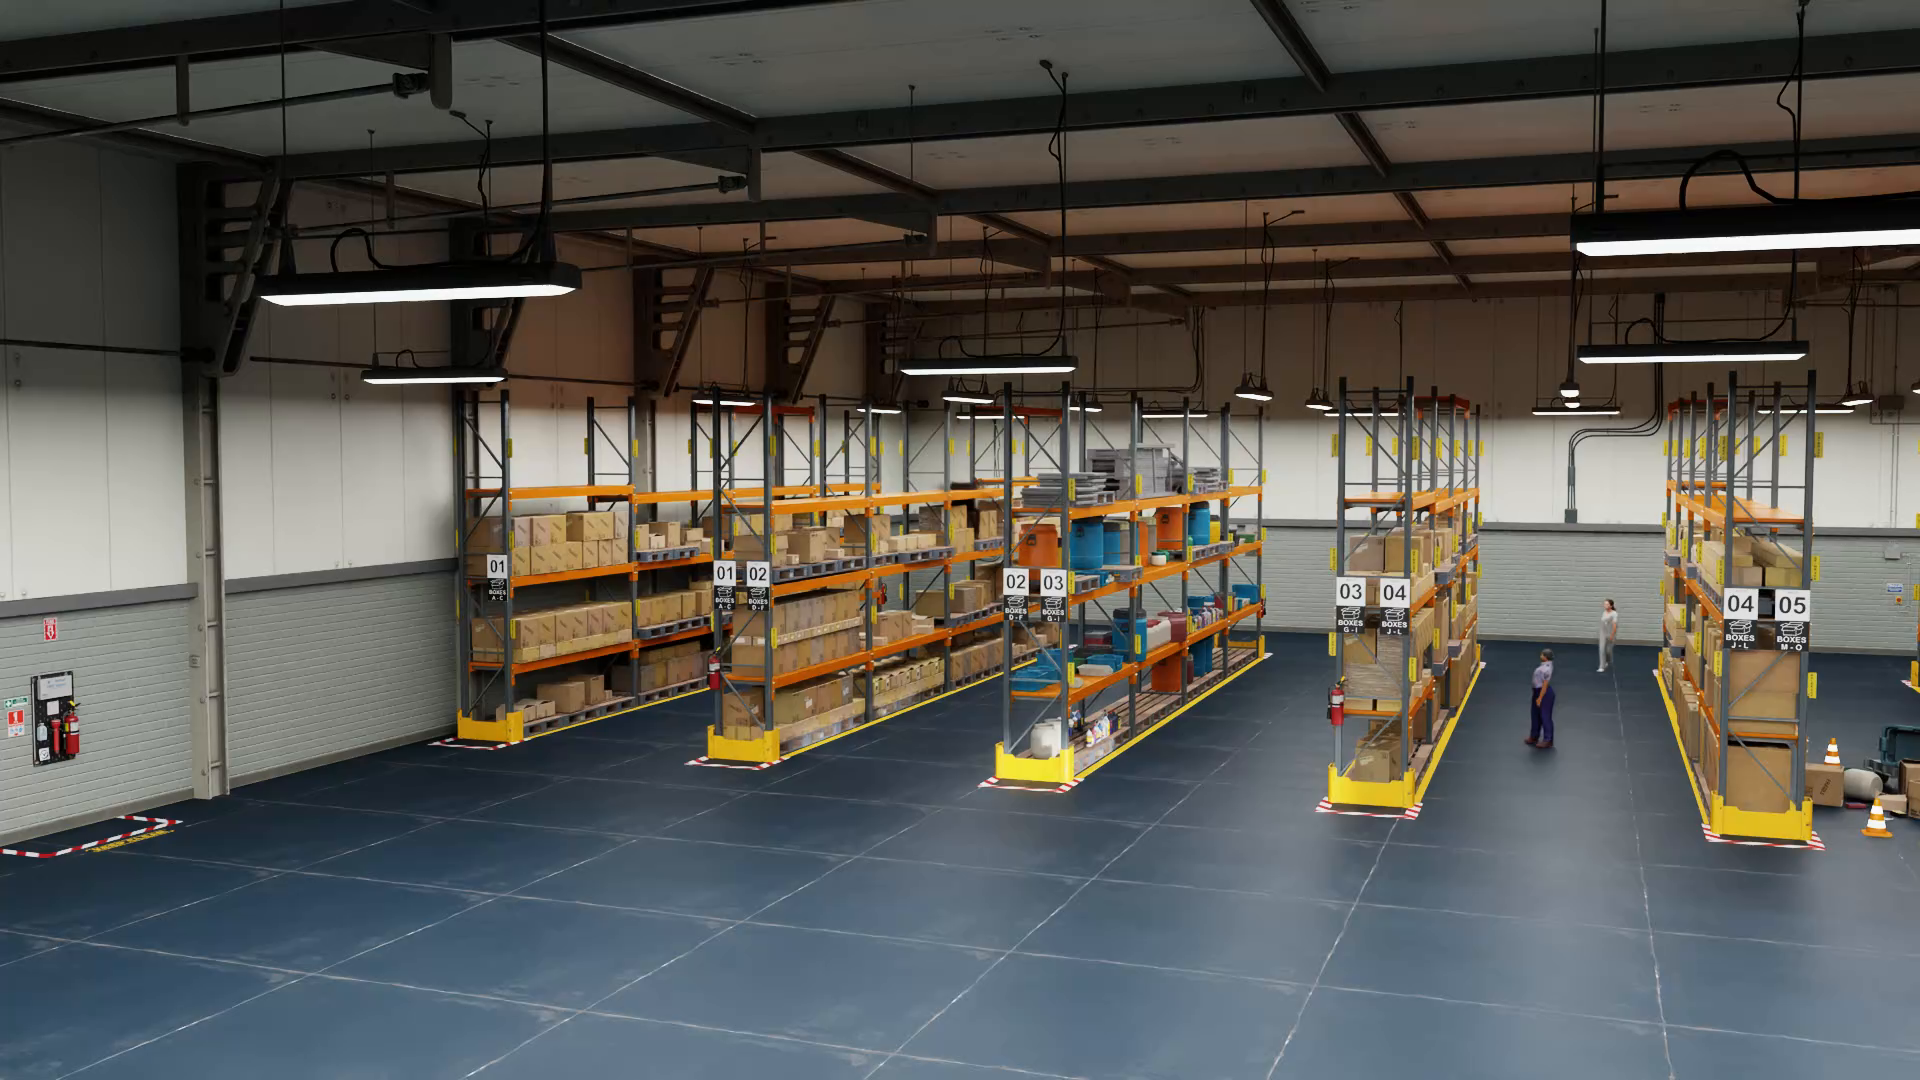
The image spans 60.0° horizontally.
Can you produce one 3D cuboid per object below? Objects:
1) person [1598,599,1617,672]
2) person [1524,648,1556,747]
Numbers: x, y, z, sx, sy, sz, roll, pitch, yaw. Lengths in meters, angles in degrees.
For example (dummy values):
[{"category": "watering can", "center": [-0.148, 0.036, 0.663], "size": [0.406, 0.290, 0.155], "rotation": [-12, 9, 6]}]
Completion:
[{"category": "person", "center": [14.513, 2.132, 37.164], "size": [0.457, 1.636, 0.788], "rotation": [3, 4, 40]}, {"category": "person", "center": [9.783, 2.637, 28.005], "size": [0.451, 1.643, 0.541], "rotation": [0, 3, 1]}]
